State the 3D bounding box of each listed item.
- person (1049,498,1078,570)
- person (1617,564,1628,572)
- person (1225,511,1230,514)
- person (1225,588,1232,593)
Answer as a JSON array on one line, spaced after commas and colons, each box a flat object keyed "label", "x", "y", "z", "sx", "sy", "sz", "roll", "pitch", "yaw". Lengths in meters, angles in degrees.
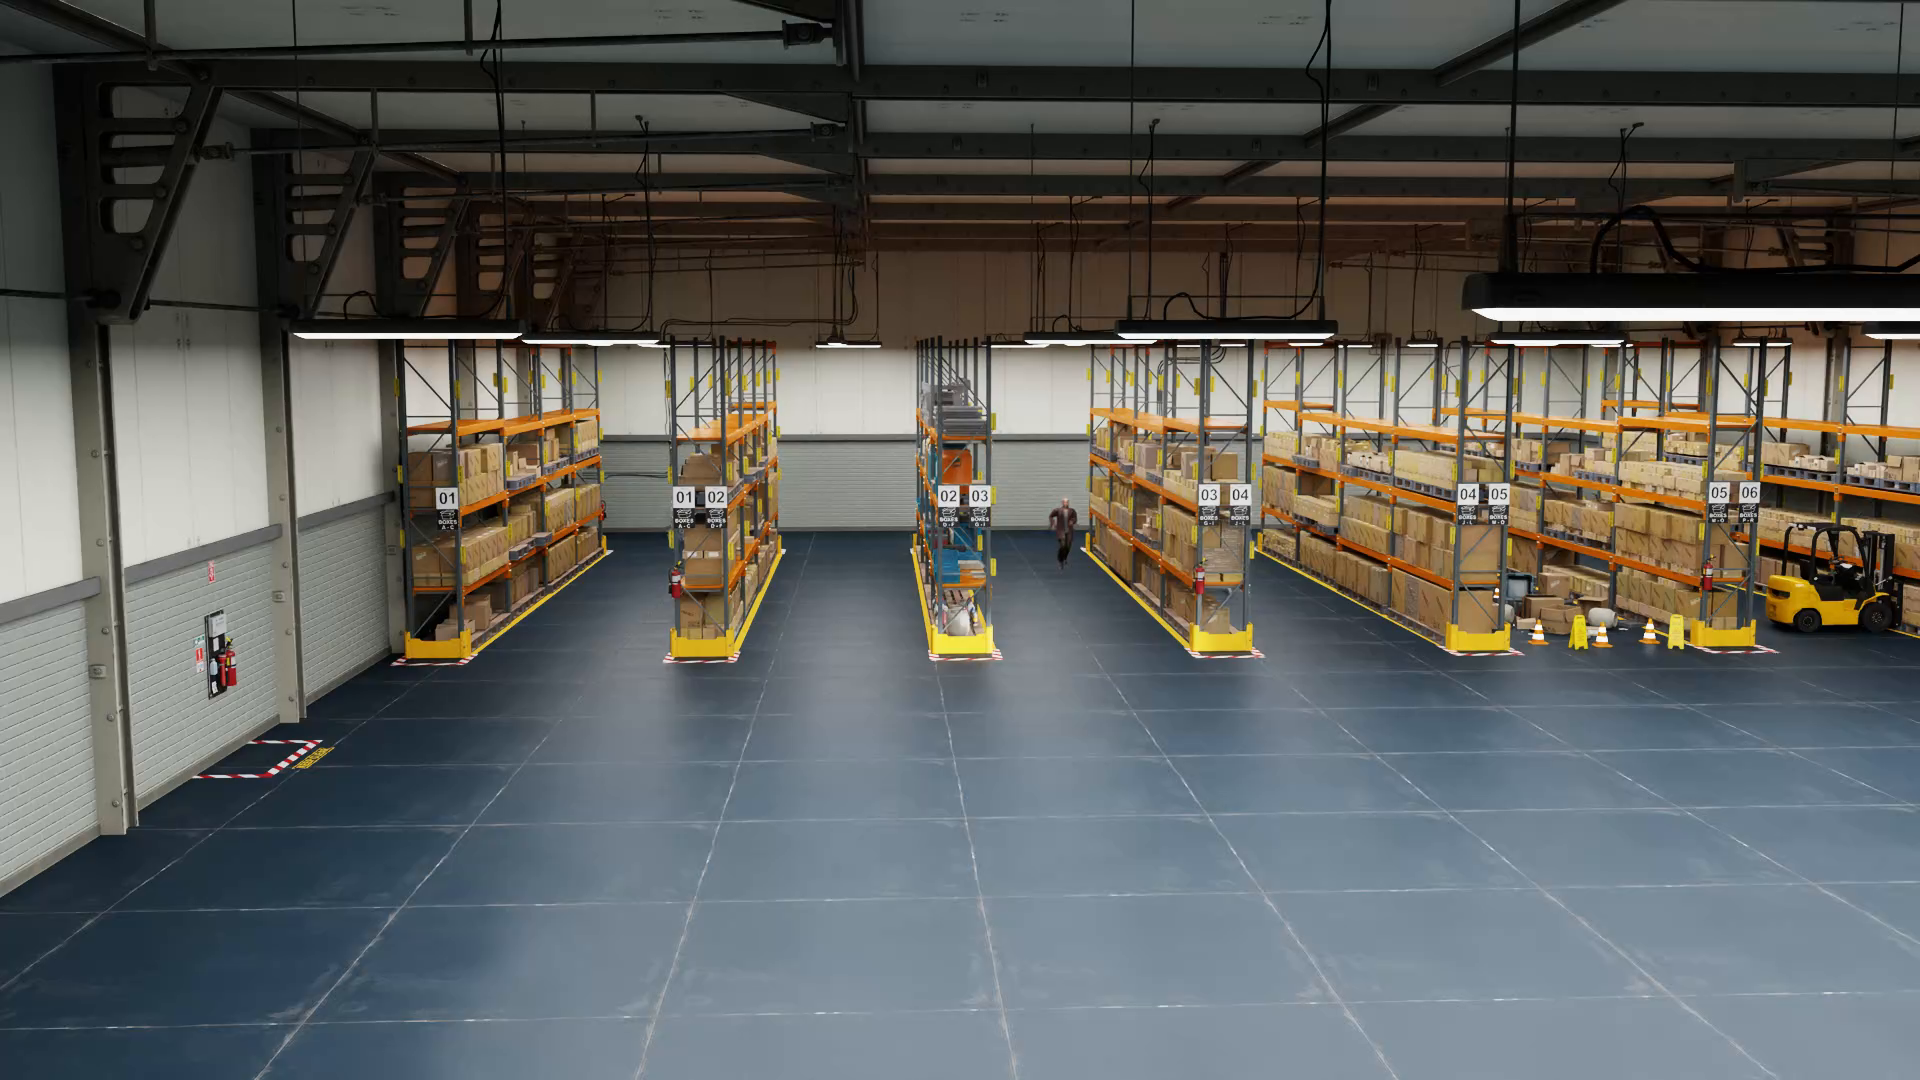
[{"label": "person", "x": 2.676, "y": -0.155, "z": 42.467, "sx": 0.666, "sy": 1.845, "sz": 0.767, "roll": -2, "pitch": 7, "yaw": -15}, {"label": "person", "x": 16.653, "y": 0.268, "z": 41.632, "sx": 0.589, "sy": 1.492, "sz": 0.783, "roll": -3, "pitch": 7, "yaw": -27}, {"label": "person", "x": 7.454, "y": -0.516, "z": 47.829, "sx": 0.689, "sy": 1.702, "sz": 0.662, "roll": 1, "pitch": 7, "yaw": 8}, {"label": "person", "x": 6.451, "y": 0.394, "z": 39.509, "sx": 0.667, "sy": 1.708, "sz": 0.706, "roll": -2, "pitch": 7, "yaw": -18}]
